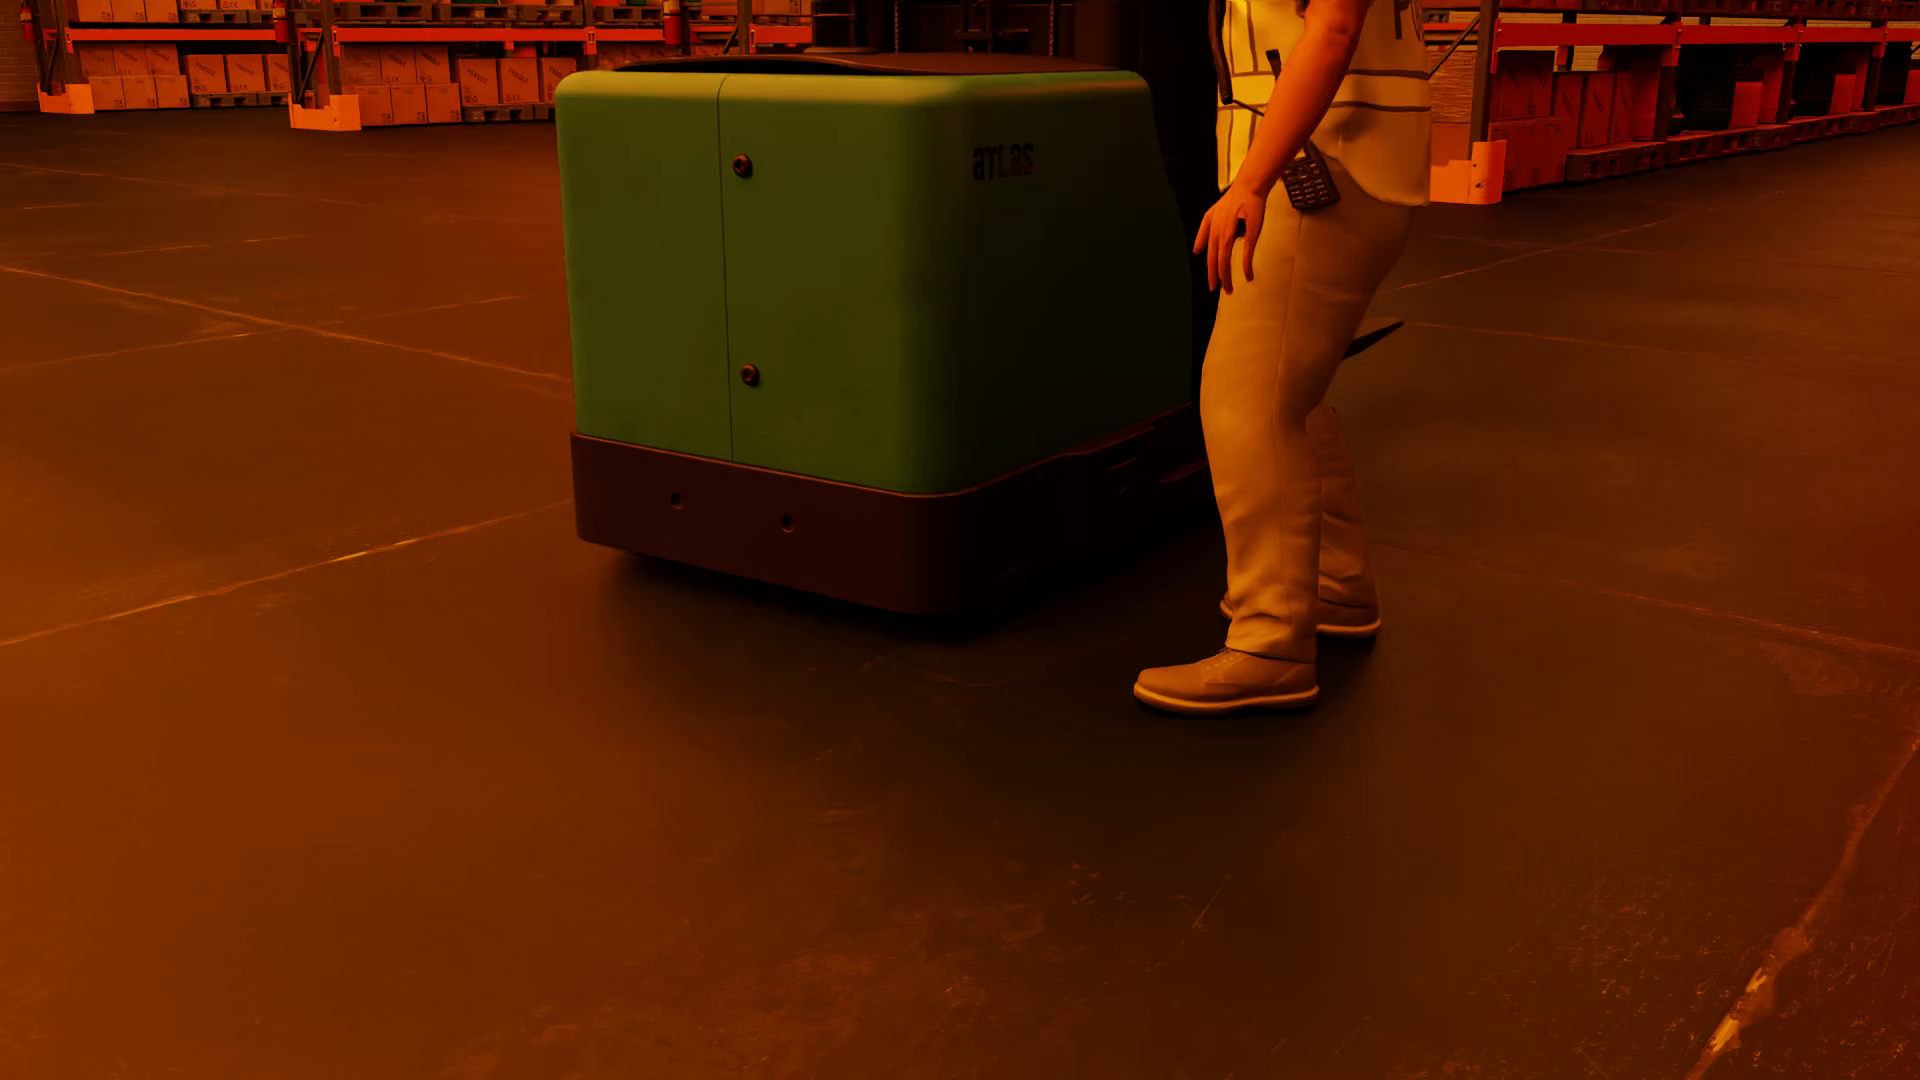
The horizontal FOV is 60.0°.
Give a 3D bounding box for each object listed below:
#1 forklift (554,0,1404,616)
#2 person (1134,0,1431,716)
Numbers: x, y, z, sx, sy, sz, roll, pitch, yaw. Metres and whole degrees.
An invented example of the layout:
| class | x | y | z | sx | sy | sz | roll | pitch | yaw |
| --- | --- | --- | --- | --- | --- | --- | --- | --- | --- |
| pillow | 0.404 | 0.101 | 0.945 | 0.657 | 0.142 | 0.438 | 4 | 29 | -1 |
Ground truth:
| class | x | y | z | sx | sy | sz | roll | pitch | yaw |
| --- | --- | --- | --- | --- | --- | --- | --- | --- | --- |
| forklift | 0.377 | -1.625 | 4.247 | 1.130 | 2.935 | 3.031 | 11 | 20 | 32 |
| person | 0.617 | -0.613 | 2.995 | 0.440 | 1.725 | 0.787 | 5 | 18 | 15 |
